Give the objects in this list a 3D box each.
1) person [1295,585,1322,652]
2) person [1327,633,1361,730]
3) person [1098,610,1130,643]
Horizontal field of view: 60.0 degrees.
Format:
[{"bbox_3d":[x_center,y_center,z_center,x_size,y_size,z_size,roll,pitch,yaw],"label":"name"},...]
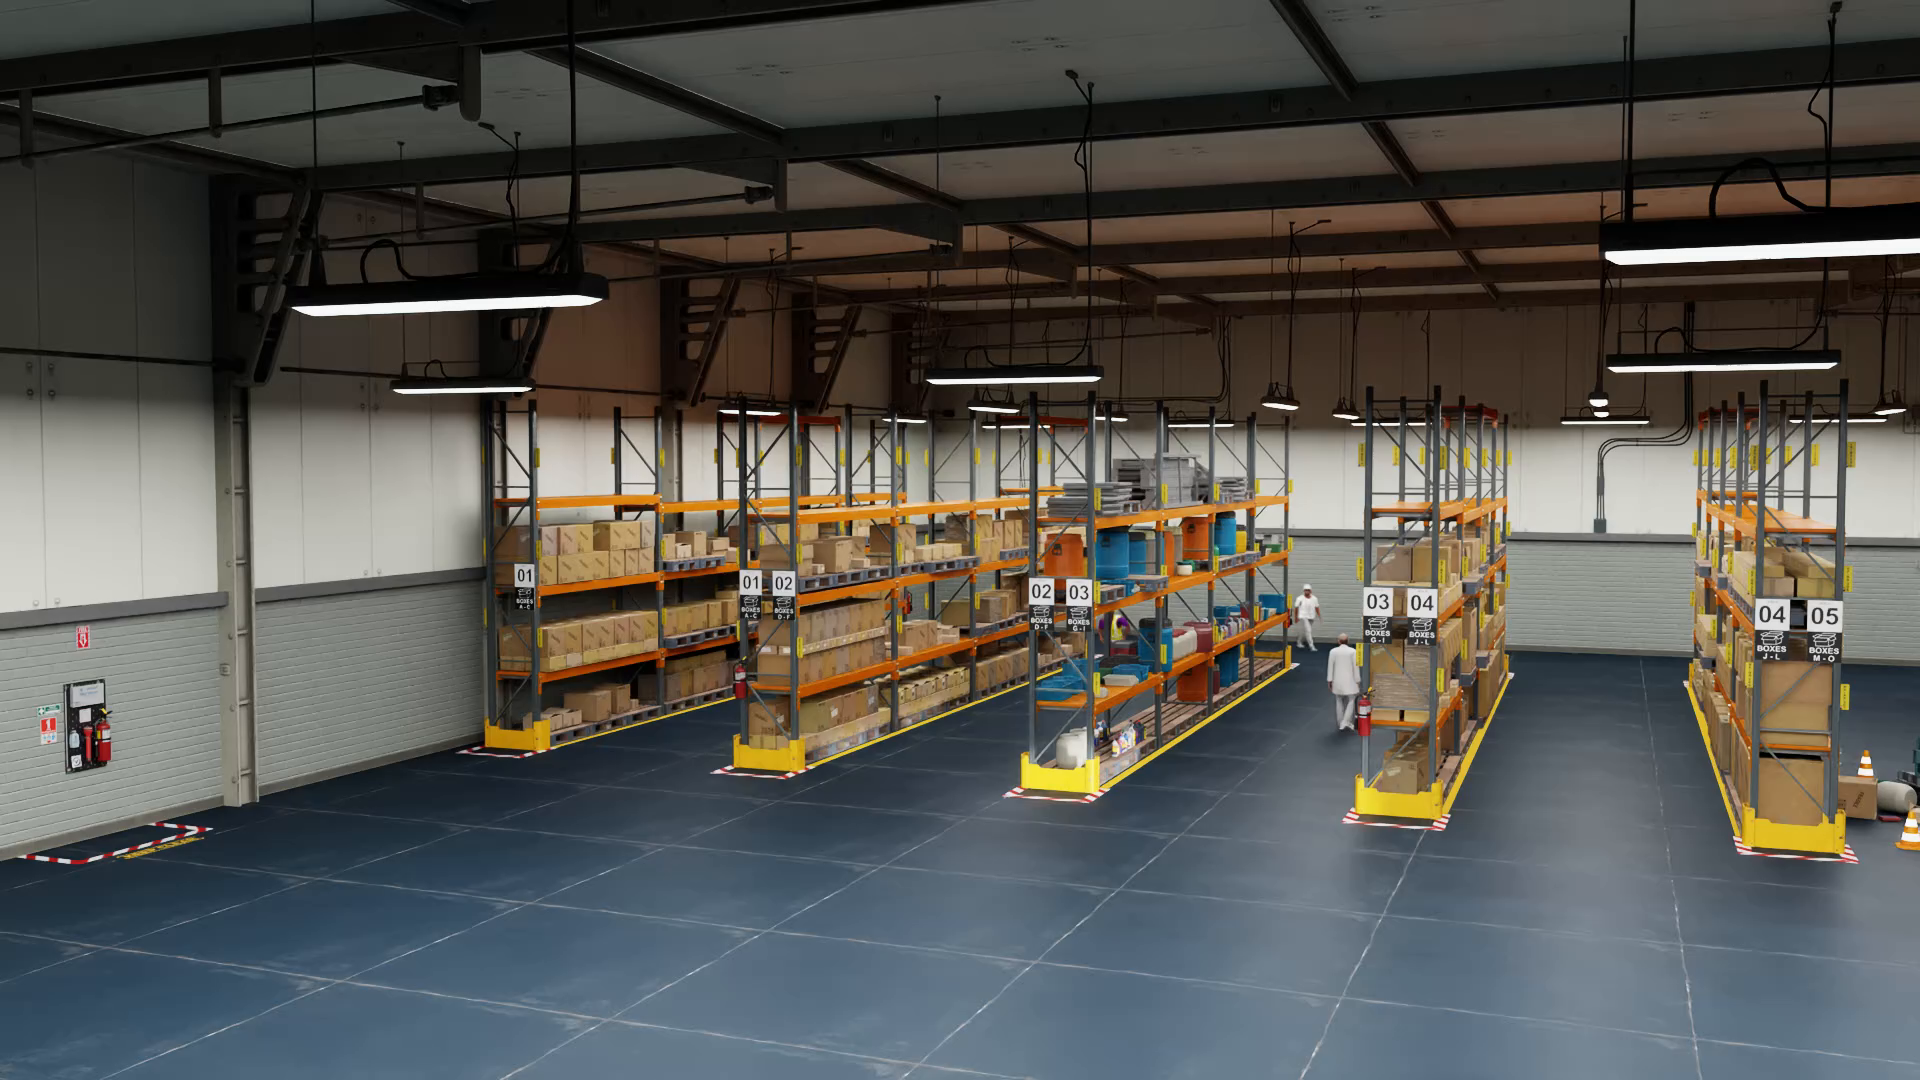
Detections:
[{"bbox_3d":[9.042,2.009,43.077,0.545,1.711,1.085,-1,3,-24],"label":"person"},{"bbox_3d":[7.068,2.609,30.624,0.614,1.776,0.599,1,3,21],"label":"person"},{"bbox_3d":[3.516,2.296,37.931,0.740,1.673,0.684,2,3,31],"label":"person"}]
